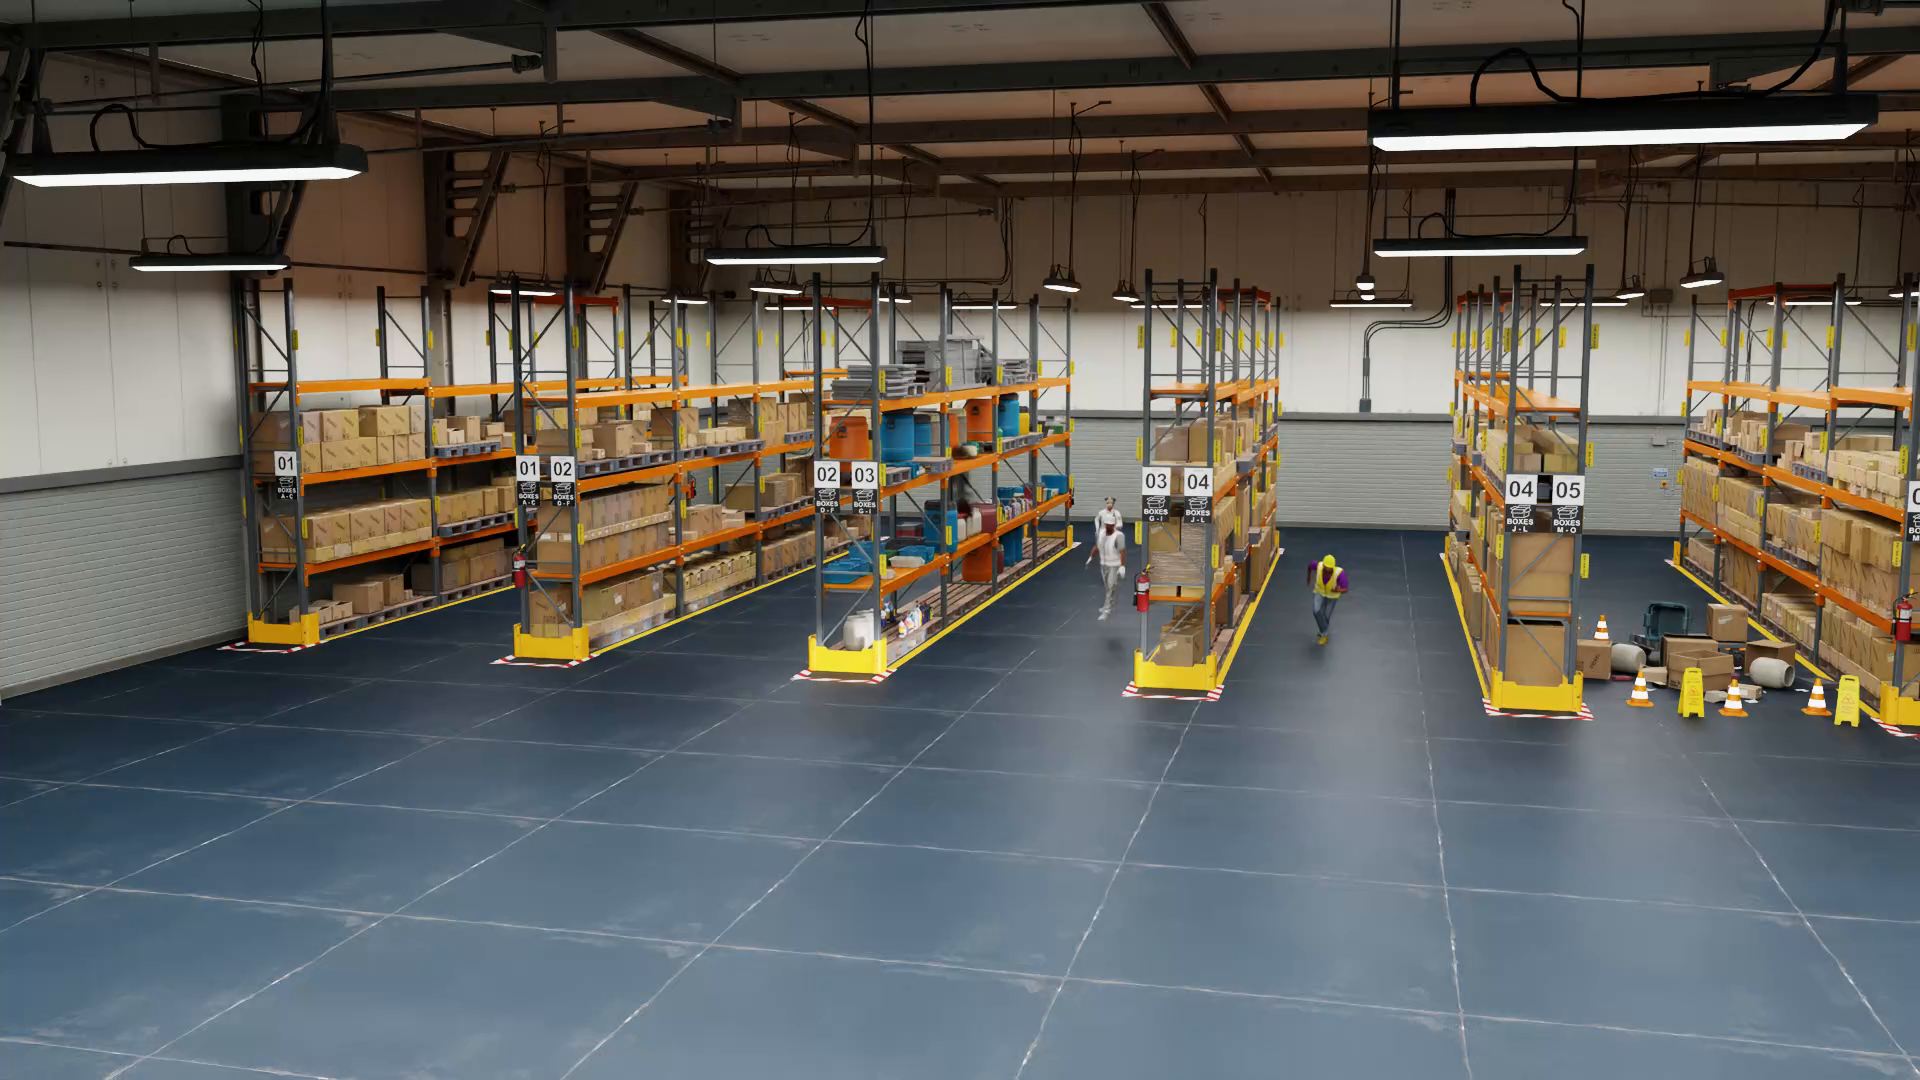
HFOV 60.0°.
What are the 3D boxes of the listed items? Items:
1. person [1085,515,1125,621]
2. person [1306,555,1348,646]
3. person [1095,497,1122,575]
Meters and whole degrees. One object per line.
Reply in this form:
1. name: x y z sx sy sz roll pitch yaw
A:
1. person: 2.503 0.440 28.358 0.762 1.776 0.747 -6 9 -40
2. person: 6.083 0.957 27.582 0.693 1.535 1.166 2 7 14
3. person: 3.165 -0.072 35.401 0.573 1.713 0.695 0 7 3
